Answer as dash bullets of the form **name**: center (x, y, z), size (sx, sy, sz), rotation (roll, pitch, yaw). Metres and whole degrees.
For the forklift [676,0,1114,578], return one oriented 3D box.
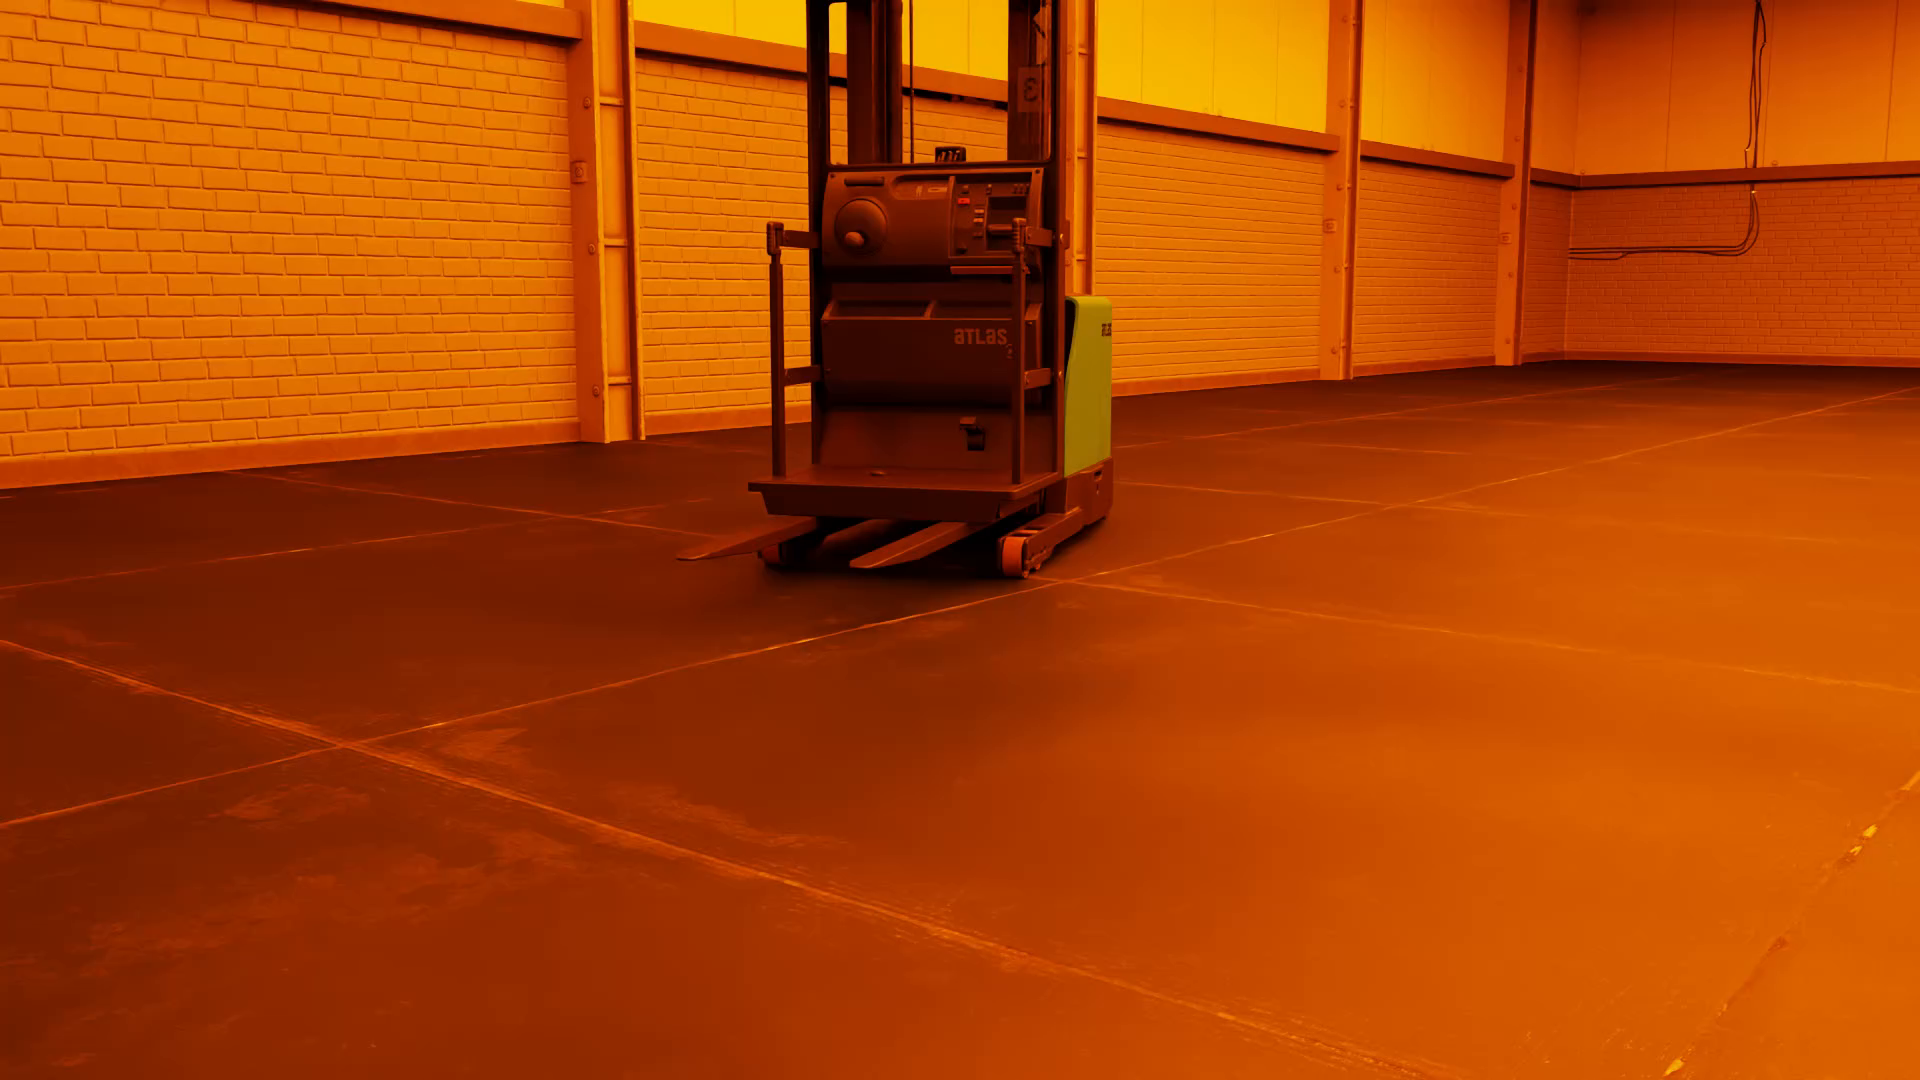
- **forklift**: center (-0.176, -1.366, 6.616), size (1.130, 2.935, 3.031), rotation (3, 9, 17)
